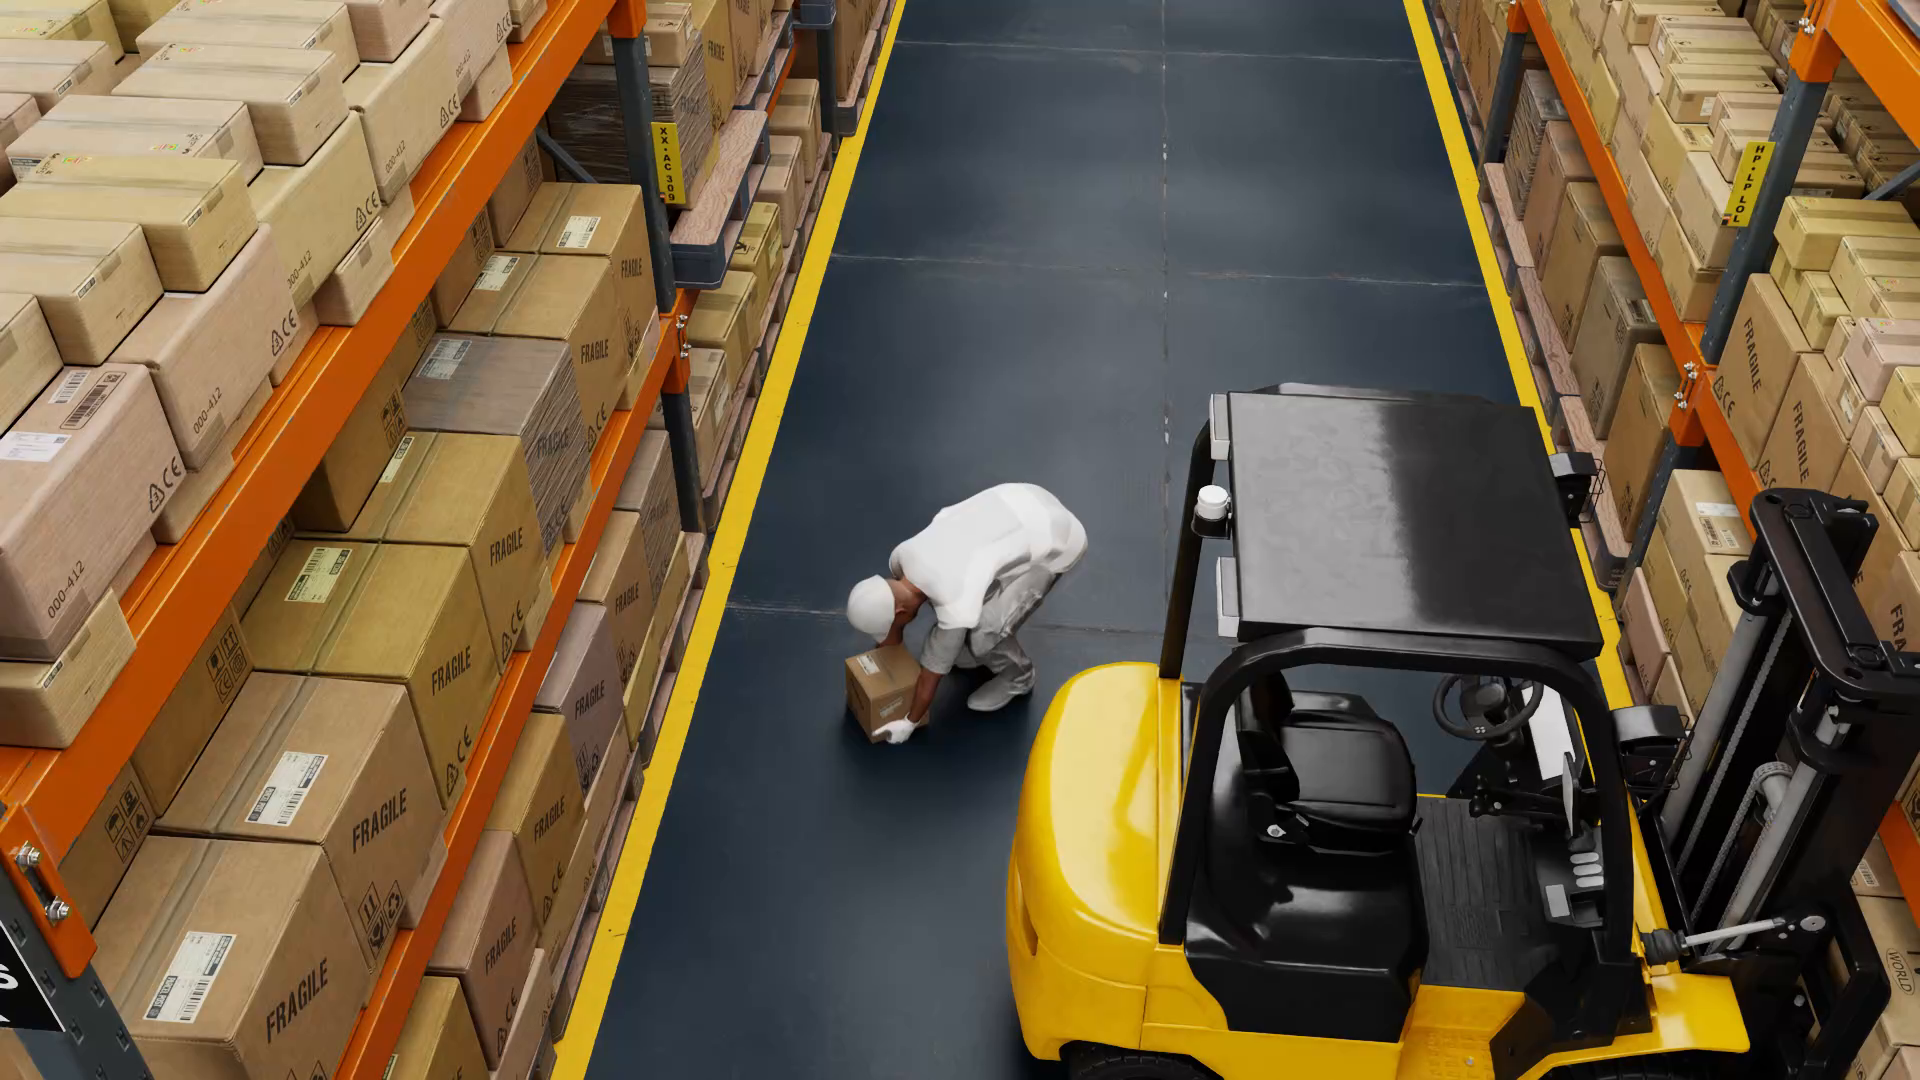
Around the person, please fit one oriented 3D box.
[{"bbox_3d":[0.018,0.276,6.517,0.988,0.906,0.531,-20,44,-22],"label":"person"}]
